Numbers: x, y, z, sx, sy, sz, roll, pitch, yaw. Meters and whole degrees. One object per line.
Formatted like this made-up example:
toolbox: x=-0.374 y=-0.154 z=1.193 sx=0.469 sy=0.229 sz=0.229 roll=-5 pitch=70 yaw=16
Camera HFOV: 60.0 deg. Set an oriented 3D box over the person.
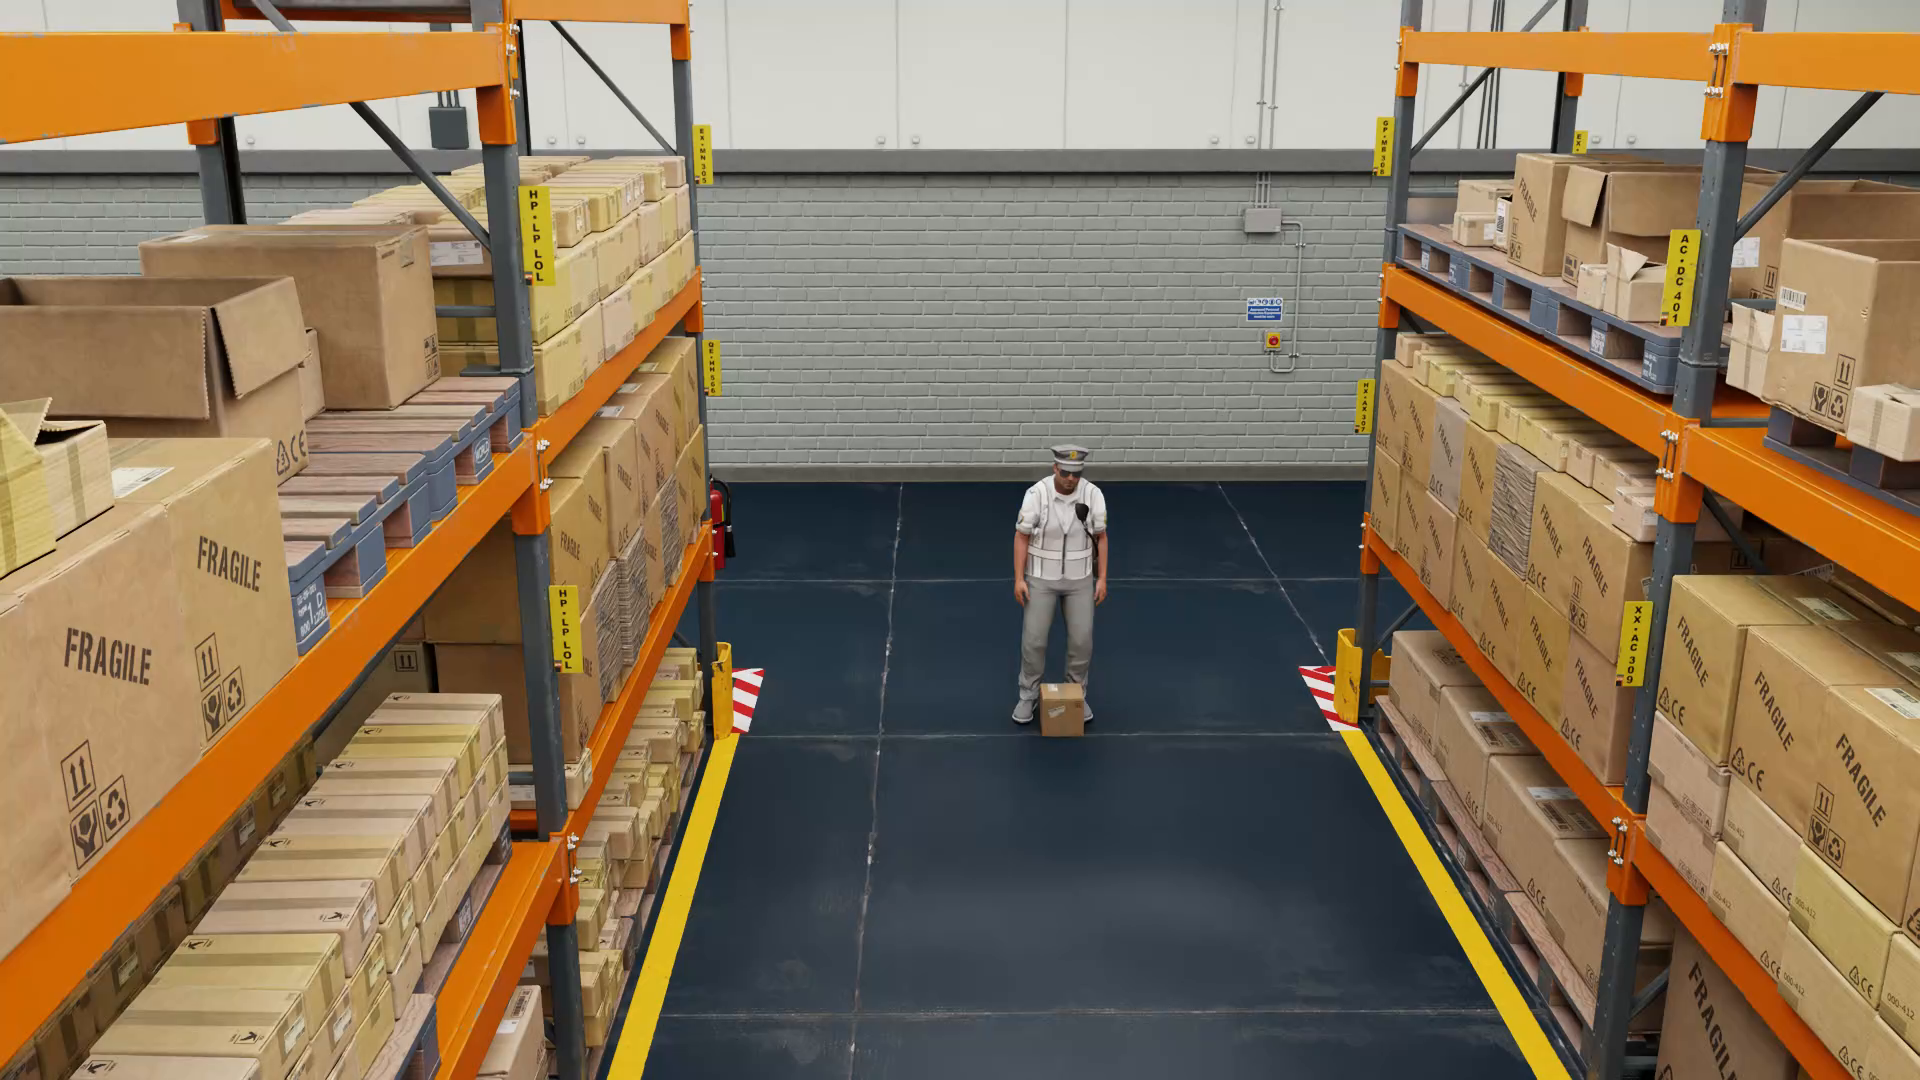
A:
person: x=0.615 y=0.243 z=10.236 sx=0.596 sy=1.747 sz=0.439 roll=-1 pitch=17 yaw=-4
